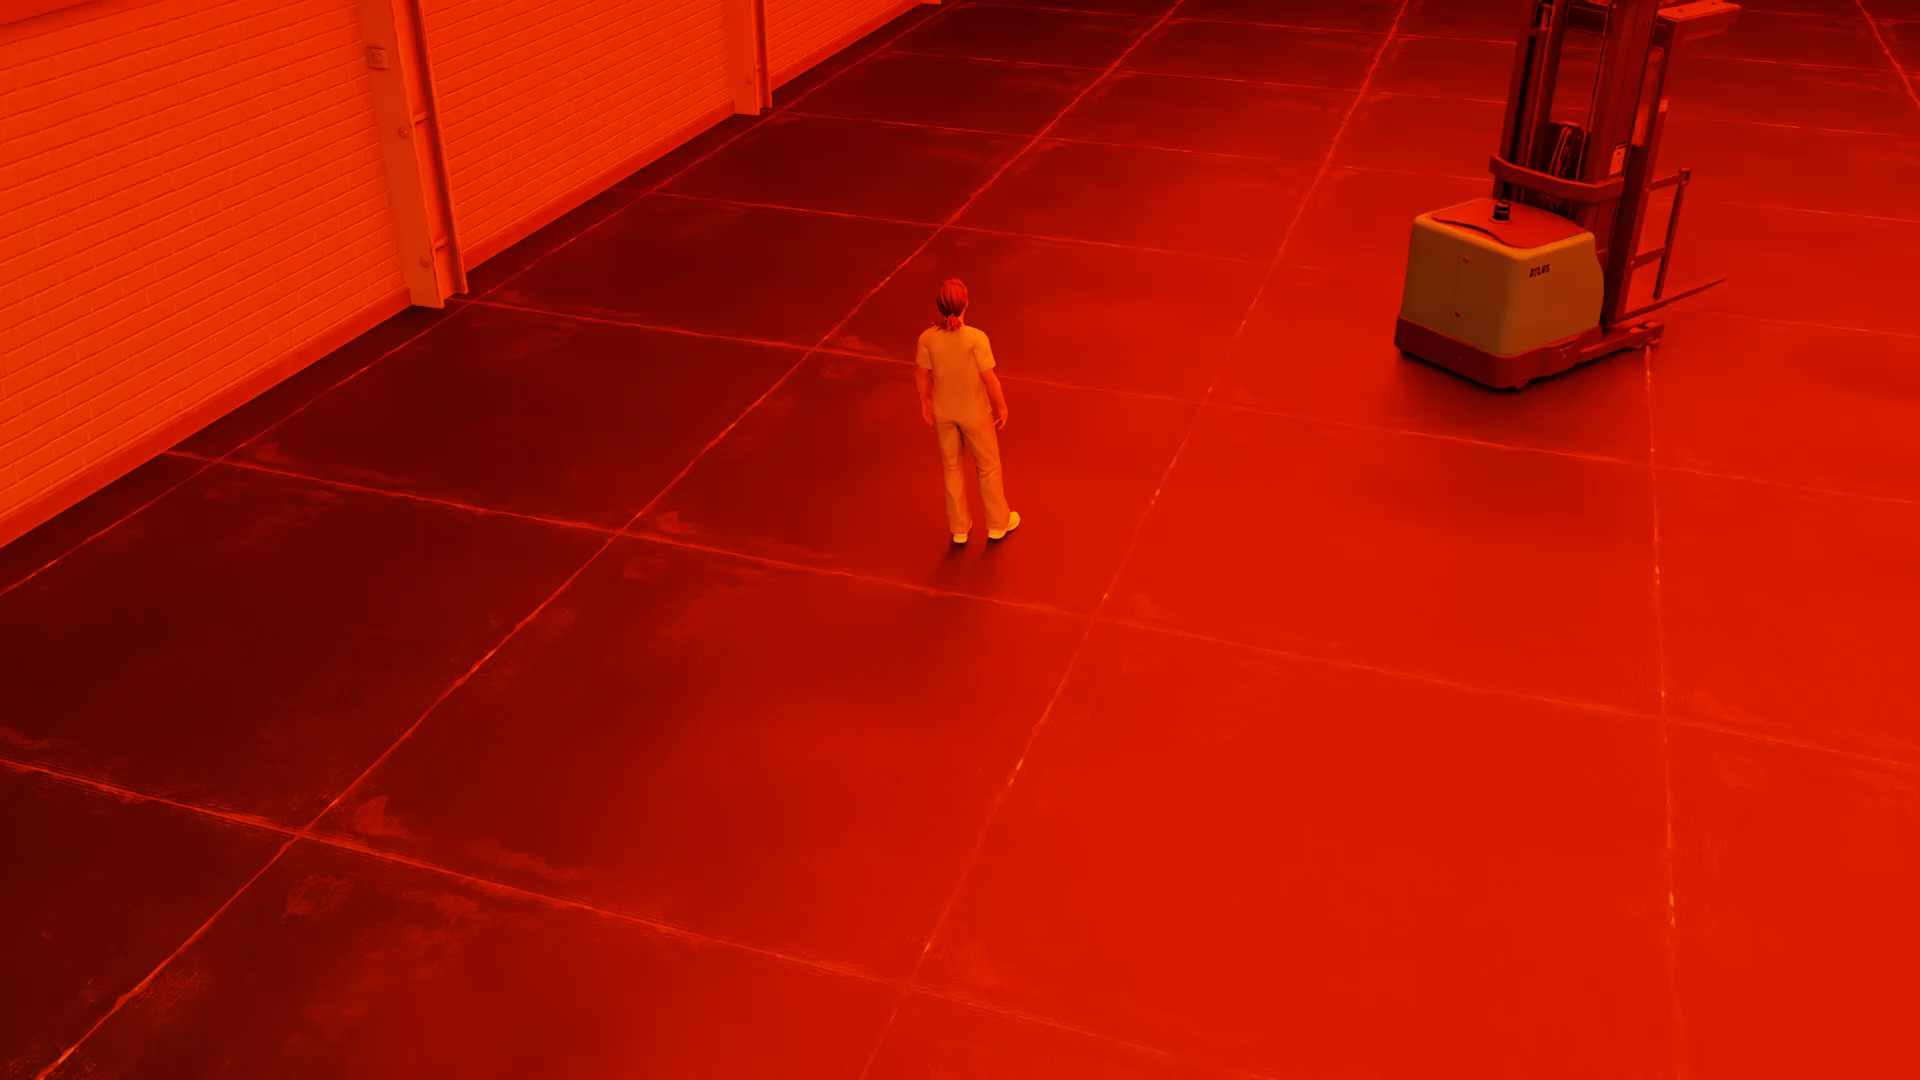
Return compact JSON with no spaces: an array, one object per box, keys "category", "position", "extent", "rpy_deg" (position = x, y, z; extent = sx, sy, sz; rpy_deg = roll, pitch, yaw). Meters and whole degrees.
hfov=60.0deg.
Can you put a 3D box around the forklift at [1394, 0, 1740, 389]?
[{"category":"forklift","position":[4.770,-2.913,12.246],"extent":[3.031,2.935,1.130],"rpy_deg":[-19,35,-30]}]

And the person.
[{"category":"person","position":[0.037,-0.767,9.734],"extent":[0.549,1.673,0.548],"rpy_deg":[10,31,16]}]
